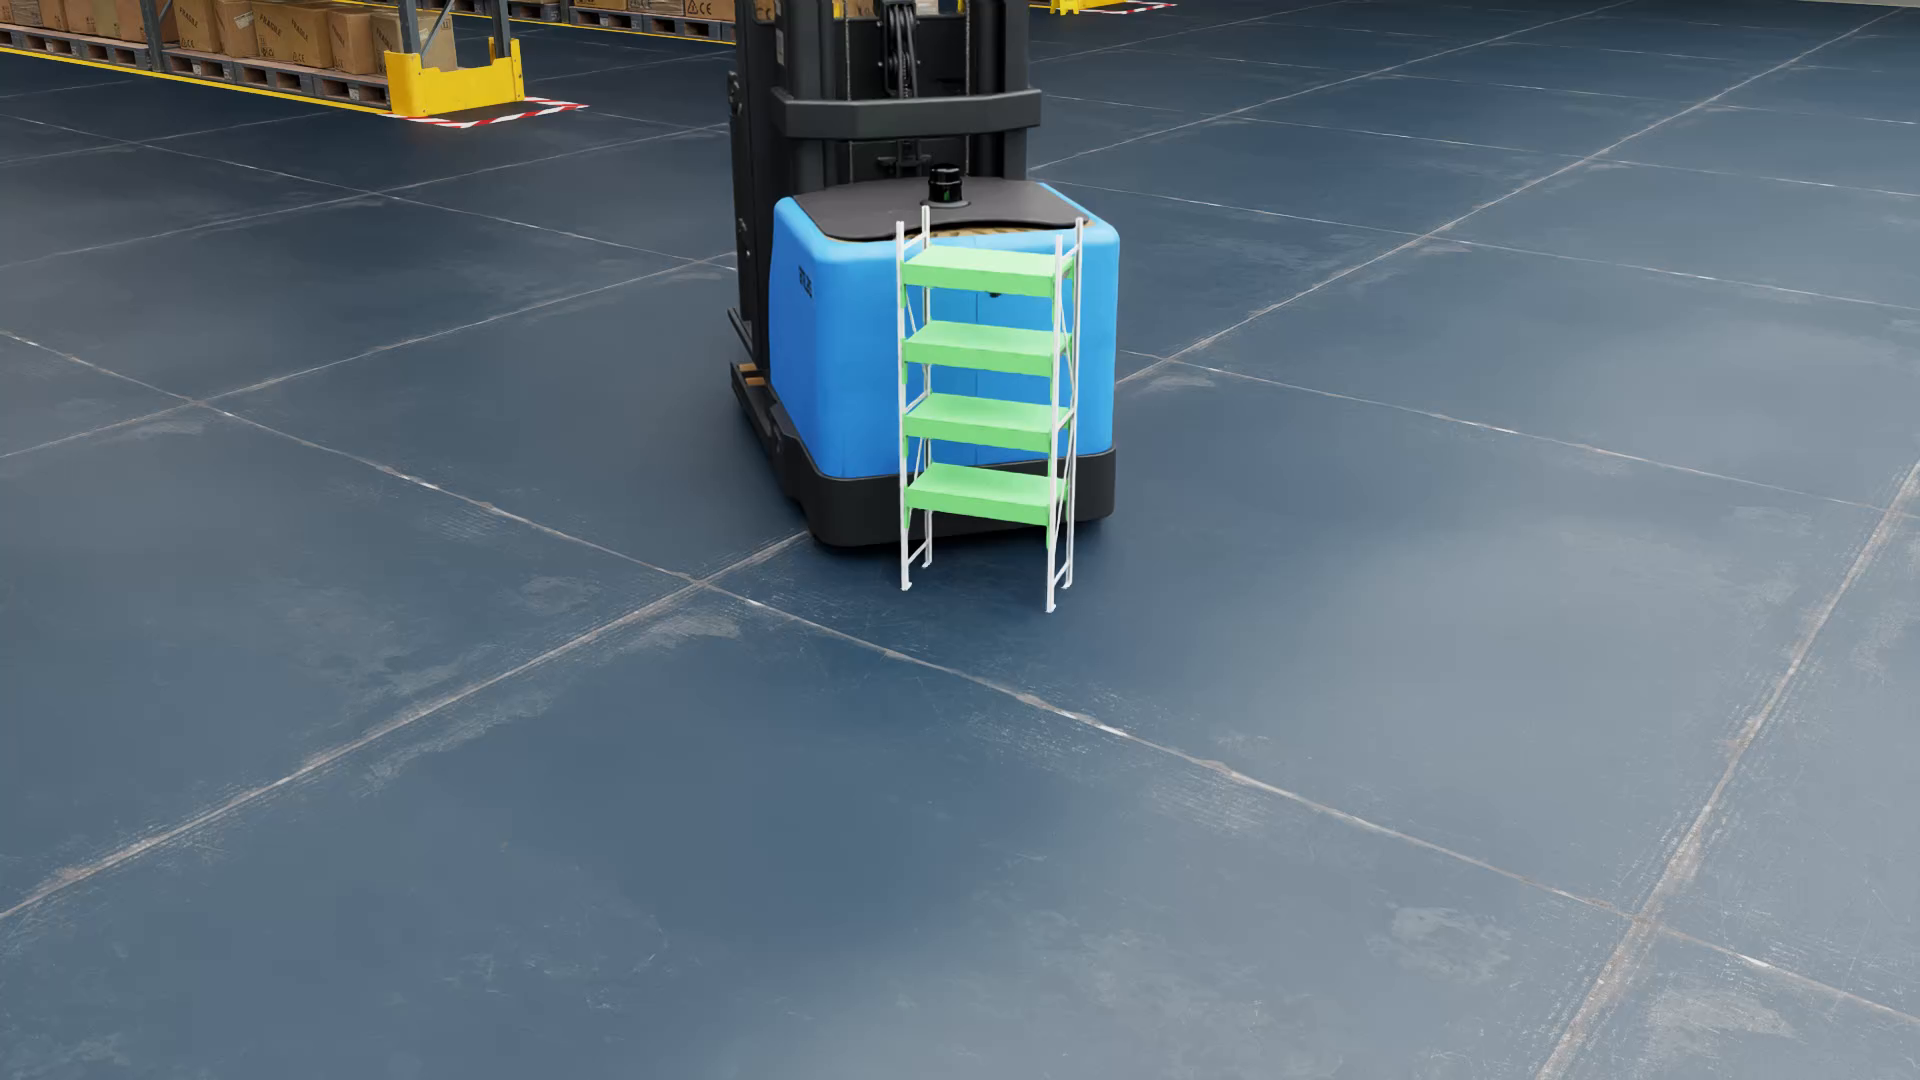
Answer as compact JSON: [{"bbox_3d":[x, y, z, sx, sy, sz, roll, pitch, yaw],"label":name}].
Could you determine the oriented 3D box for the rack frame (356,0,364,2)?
[{"bbox_3d":[-7.520,-8.538,21.408,0.127,3.000,1.000,17,29,33],"label":"rack frame"}]

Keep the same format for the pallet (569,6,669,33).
[{"bbox_3d":[-3.757,-6.086,19.301,1.213,0.211,1.003,17,29,33],"label":"pallet"}]

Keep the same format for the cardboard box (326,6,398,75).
[{"bbox_3d":[-5.162,-4.366,14.519,0.500,0.500,0.500,-17,29,-34],"label":"cardboard box"}]

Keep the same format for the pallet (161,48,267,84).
[{"bbox_3d":[-6.816,-4.568,15.856,1.213,0.211,1.003,17,29,33],"label":"pallet"}]

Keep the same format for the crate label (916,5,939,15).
[{"bbox_3d":[-0.408,-6.333,19.953,0.298,0.136,0.250,3,24,6],"label":"crate label"}]

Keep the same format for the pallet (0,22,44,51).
[{"bbox_3d":[-9.951,-5.497,17.964,1.213,0.211,1.003,17,29,33],"label":"pallet"}]

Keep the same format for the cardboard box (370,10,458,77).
[{"bbox_3d":[-4.663,-4.233,14.216,0.500,0.500,0.500,-20,31,-38],"label":"cardboard box"}]

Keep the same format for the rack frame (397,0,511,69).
[{"bbox_3d":[-4.174,-5.028,13.441,0.127,3.000,1.000,17,29,33],"label":"rack frame"}]

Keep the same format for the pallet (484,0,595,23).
[{"bbox_3d":[-4.982,-6.457,20.144,1.213,0.211,1.003,17,29,33],"label":"pallet"}]

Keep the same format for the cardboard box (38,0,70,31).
[{"bbox_3d":[-9.118,-5.599,17.293,0.500,0.500,0.700,20,31,38],"label":"cardboard box"}]

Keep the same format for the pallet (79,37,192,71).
[{"bbox_3d":[-7.998,-4.907,16.625,1.213,0.211,1.003,17,29,33],"label":"pallet"}]

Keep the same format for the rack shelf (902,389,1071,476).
[{"bbox_3d":[0.089,-0.339,5.190,0.480,0.148,0.258,8,25,18],"label":"rack shelf"}]

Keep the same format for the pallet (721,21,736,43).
[{"bbox_3d":[-1.805,-5.496,17.962,1.213,0.211,1.003,17,29,33],"label":"pallet"}]

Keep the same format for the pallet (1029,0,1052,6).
[{"bbox_3d":[1.080,-7.175,21.774,1.213,0.211,1.003,17,29,33],"label":"pallet"}]

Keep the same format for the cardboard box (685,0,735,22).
[{"bbox_3d":[-2.406,-6.178,18.167,0.875,0.875,0.875,16,29,32],"label":"cardboard box"}]

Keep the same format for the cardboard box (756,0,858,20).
[{"bbox_3d":[-1.701,-5.966,17.685,0.875,0.875,0.875,17,29,34],"label":"cardboard box"}]

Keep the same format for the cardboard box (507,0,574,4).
[{"bbox_3d":[-4.870,-6.855,19.857,0.750,0.750,1.050,17,29,33],"label":"cardboard box"}]

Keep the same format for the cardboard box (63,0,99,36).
[{"bbox_3d":[-8.671,-5.465,16.987,0.500,0.500,0.700,14,27,29],"label":"cardboard box"}]

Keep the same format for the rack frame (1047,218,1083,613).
[{"bbox_3d":[0.319,-0.365,5.090,0.015,1.200,0.240,8,25,18],"label":"rack frame"}]

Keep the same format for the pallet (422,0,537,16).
[{"bbox_3d":[-5.962,-6.752,20.813,1.213,0.211,1.003,17,29,33],"label":"pallet"}]

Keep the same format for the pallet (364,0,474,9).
[{"bbox_3d":[-6.934,-7.047,21.483,1.213,0.211,1.003,17,29,33],"label":"pallet"}]

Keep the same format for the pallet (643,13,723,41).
[{"bbox_3d":[-2.777,-5.791,18.632,1.213,0.211,1.003,17,29,33],"label":"pallet"}]

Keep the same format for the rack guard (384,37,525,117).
[{"bbox_3d":[-4.235,-3.902,13.987,0.348,0.500,1.175,17,29,33],"label":"rack guard"}]

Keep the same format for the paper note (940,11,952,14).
[{"bbox_3d":[-0.181,-6.453,20.358,0.142,0.019,0.148,7,25,15],"label":"paper note"}]

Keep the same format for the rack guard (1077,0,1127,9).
[{"bbox_3d":[1.709,-7.100,21.244,0.348,0.500,1.175,17,29,33],"label":"rack guard"}]

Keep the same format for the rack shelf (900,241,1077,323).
[{"bbox_3d":[0.089,-0.778,4.996,0.480,0.148,0.258,8,25,18],"label":"rack shelf"}]

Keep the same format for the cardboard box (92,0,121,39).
[{"bbox_3d":[-8.223,-5.330,16.680,0.500,0.500,0.700,17,29,33],"label":"cardboard box"}]

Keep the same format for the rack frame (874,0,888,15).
[{"bbox_3d":[-1.118,-6.604,17.018,0.127,3.000,1.000,17,29,33],"label":"rack frame"}]

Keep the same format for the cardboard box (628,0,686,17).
[{"bbox_3d":[-3.134,-6.400,18.669,0.875,0.875,0.875,17,29,34],"label":"cardboard box"}]

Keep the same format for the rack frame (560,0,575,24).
[{"bbox_3d":[-4.319,-7.571,19.213,0.127,3.000,1.000,17,29,33],"label":"rack frame"}]

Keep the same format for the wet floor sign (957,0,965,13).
[{"bbox_3d":[0.092,-6.158,18.927,0.232,0.644,0.267,12,26,24],"label":"wet floor sign"}]

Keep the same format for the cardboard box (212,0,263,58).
[{"bbox_3d":[-6.616,-4.798,15.498,0.500,0.500,0.500,-16,28,-31],"label":"cardboard box"}]

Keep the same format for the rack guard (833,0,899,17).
[{"bbox_3d":[-1.099,-5.454,17.509,0.348,0.500,1.175,17,29,33],"label":"rack guard"}]

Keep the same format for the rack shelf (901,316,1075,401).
[{"bbox_3d":[0.089,-0.559,5.093,0.480,0.148,0.258,8,25,18],"label":"rack shelf"}]

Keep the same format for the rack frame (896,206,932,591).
[{"bbox_3d":[-0.142,-0.430,5.238,0.015,1.200,0.240,8,25,18],"label":"rack frame"}]

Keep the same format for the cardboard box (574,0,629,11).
[{"bbox_3d":[-3.858,-6.616,19.160,0.875,0.875,0.875,17,29,34],"label":"cardboard box"}]

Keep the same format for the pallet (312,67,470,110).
[{"bbox_3d":[-4.864,-3.978,14.517,1.213,0.211,1.003,17,29,33],"label":"pallet"}]

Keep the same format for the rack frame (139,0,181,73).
[{"bbox_3d":[-7.375,-5.995,15.637,0.127,3.000,1.000,17,29,33],"label":"rack frame"}]

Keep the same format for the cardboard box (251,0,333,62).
[{"bbox_3d":[-6.072,-4.673,15.215,0.500,0.500,0.500,14,27,29],"label":"cardboard box"}]

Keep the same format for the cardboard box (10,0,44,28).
[{"bbox_3d":[-9.576,-5.734,17.599,0.500,0.500,0.700,14,27,29],"label":"cardboard box"}]

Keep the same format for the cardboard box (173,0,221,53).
[{"bbox_3d":[-7.079,-4.934,15.807,0.500,0.500,0.500,16,28,32],"label":"cardboard box"}]

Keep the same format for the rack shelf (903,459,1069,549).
[{"bbox_3d":[0.089,-0.119,5.286,0.480,0.148,0.258,8,25,18],"label":"rack shelf"}]

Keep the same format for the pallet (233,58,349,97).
[{"bbox_3d":[-5.836,-4.273,15.187,1.213,0.211,1.003,17,29,33],"label":"pallet"}]

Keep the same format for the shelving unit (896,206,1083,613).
[{"bbox_3d":[0.089,-0.397,5.164,0.503,1.200,0.258,8,25,18],"label":"shelving unit"}]

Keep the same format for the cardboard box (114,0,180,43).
[{"bbox_3d":[-7.853,-5.208,16.405,0.500,0.500,0.700,14,28,29],"label":"cardboard box"}]

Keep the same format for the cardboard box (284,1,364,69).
[{"bbox_3d":[-5.652,-4.524,14.876,0.500,0.500,0.500,20,31,38],"label":"cardboard box"}]

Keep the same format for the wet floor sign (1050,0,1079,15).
[{"bbox_3d":[1.280,-6.757,20.285,0.267,0.644,0.232,-15,28,-30],"label":"wet floor sign"}]

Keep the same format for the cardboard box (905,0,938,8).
[{"bbox_3d":[-0.490,-6.586,20.513,0.380,0.149,0.250,-10,26,-21],"label":"cardboard box"}]

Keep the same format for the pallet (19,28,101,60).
[{"bbox_3d":[-8.979,-5.202,17.294,1.213,0.211,1.003,17,29,33],"label":"pallet"}]

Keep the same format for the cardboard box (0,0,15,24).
[{"bbox_3d":[-10.027,-5.864,17.894,0.500,0.500,0.700,15,28,31],"label":"cardboard box"}]

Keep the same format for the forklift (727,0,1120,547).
[{"bbox_3d":[-0.348,-1.887,6.397,1.130,2.935,3.031,-6,25,-14],"label":"forklift"}]

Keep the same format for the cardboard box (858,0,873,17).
[{"bbox_3d":[-1.154,-6.691,20.311,0.637,0.503,0.797,-1,24,-3],"label":"cardboard box"}]
